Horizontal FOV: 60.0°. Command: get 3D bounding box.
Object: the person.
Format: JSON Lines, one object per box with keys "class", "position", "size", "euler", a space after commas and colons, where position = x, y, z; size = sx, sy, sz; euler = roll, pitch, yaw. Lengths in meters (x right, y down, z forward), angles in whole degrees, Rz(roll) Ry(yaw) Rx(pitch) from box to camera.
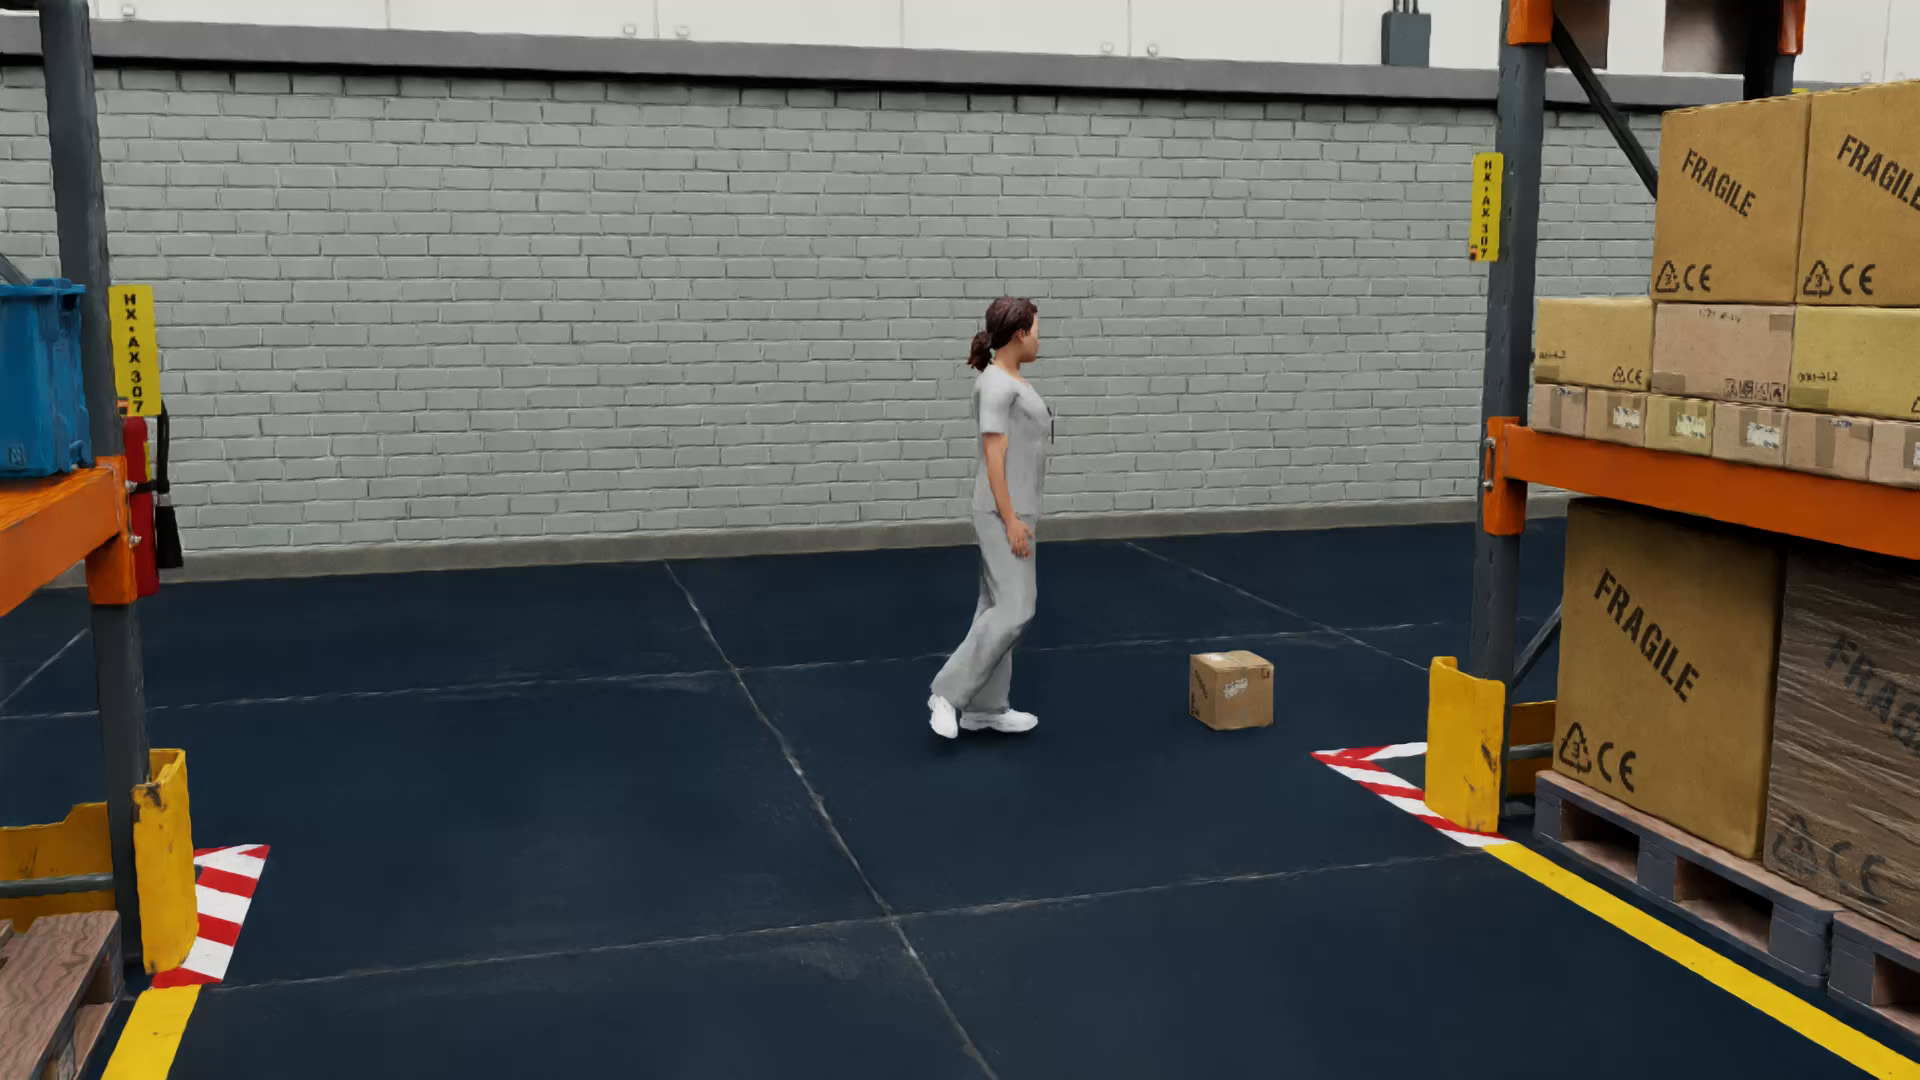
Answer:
{"class": "person", "position": [0.110, -0.078, 6.257], "size": [0.436, 1.667, 0.633], "euler": [2, 10, 14]}
